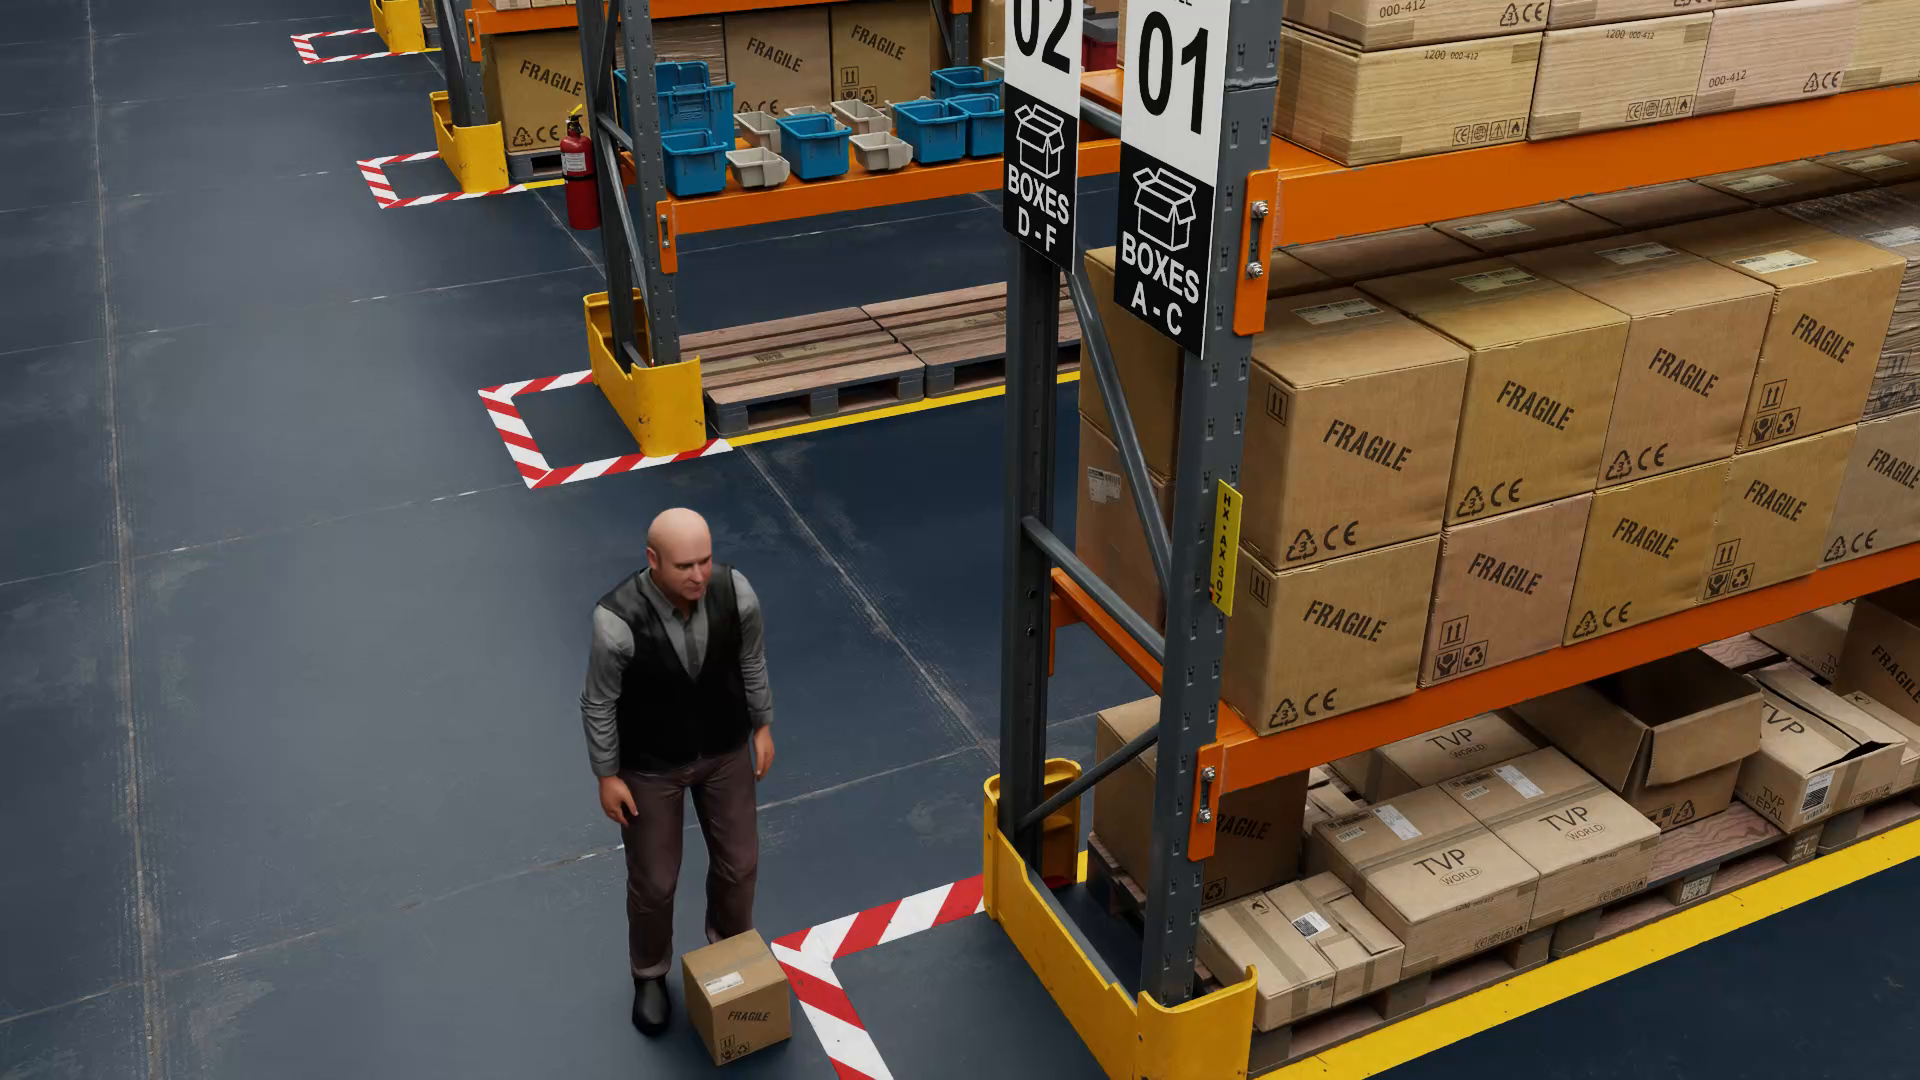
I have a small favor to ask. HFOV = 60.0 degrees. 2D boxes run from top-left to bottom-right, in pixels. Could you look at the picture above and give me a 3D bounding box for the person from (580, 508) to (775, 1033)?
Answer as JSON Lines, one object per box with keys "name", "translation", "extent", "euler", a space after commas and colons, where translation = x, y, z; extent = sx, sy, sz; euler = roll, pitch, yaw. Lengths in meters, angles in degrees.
{"name": "person", "translation": [-0.815, 0.659, 4.976], "extent": [0.582, 1.719, 0.475], "euler": [-16, 33, -26]}
